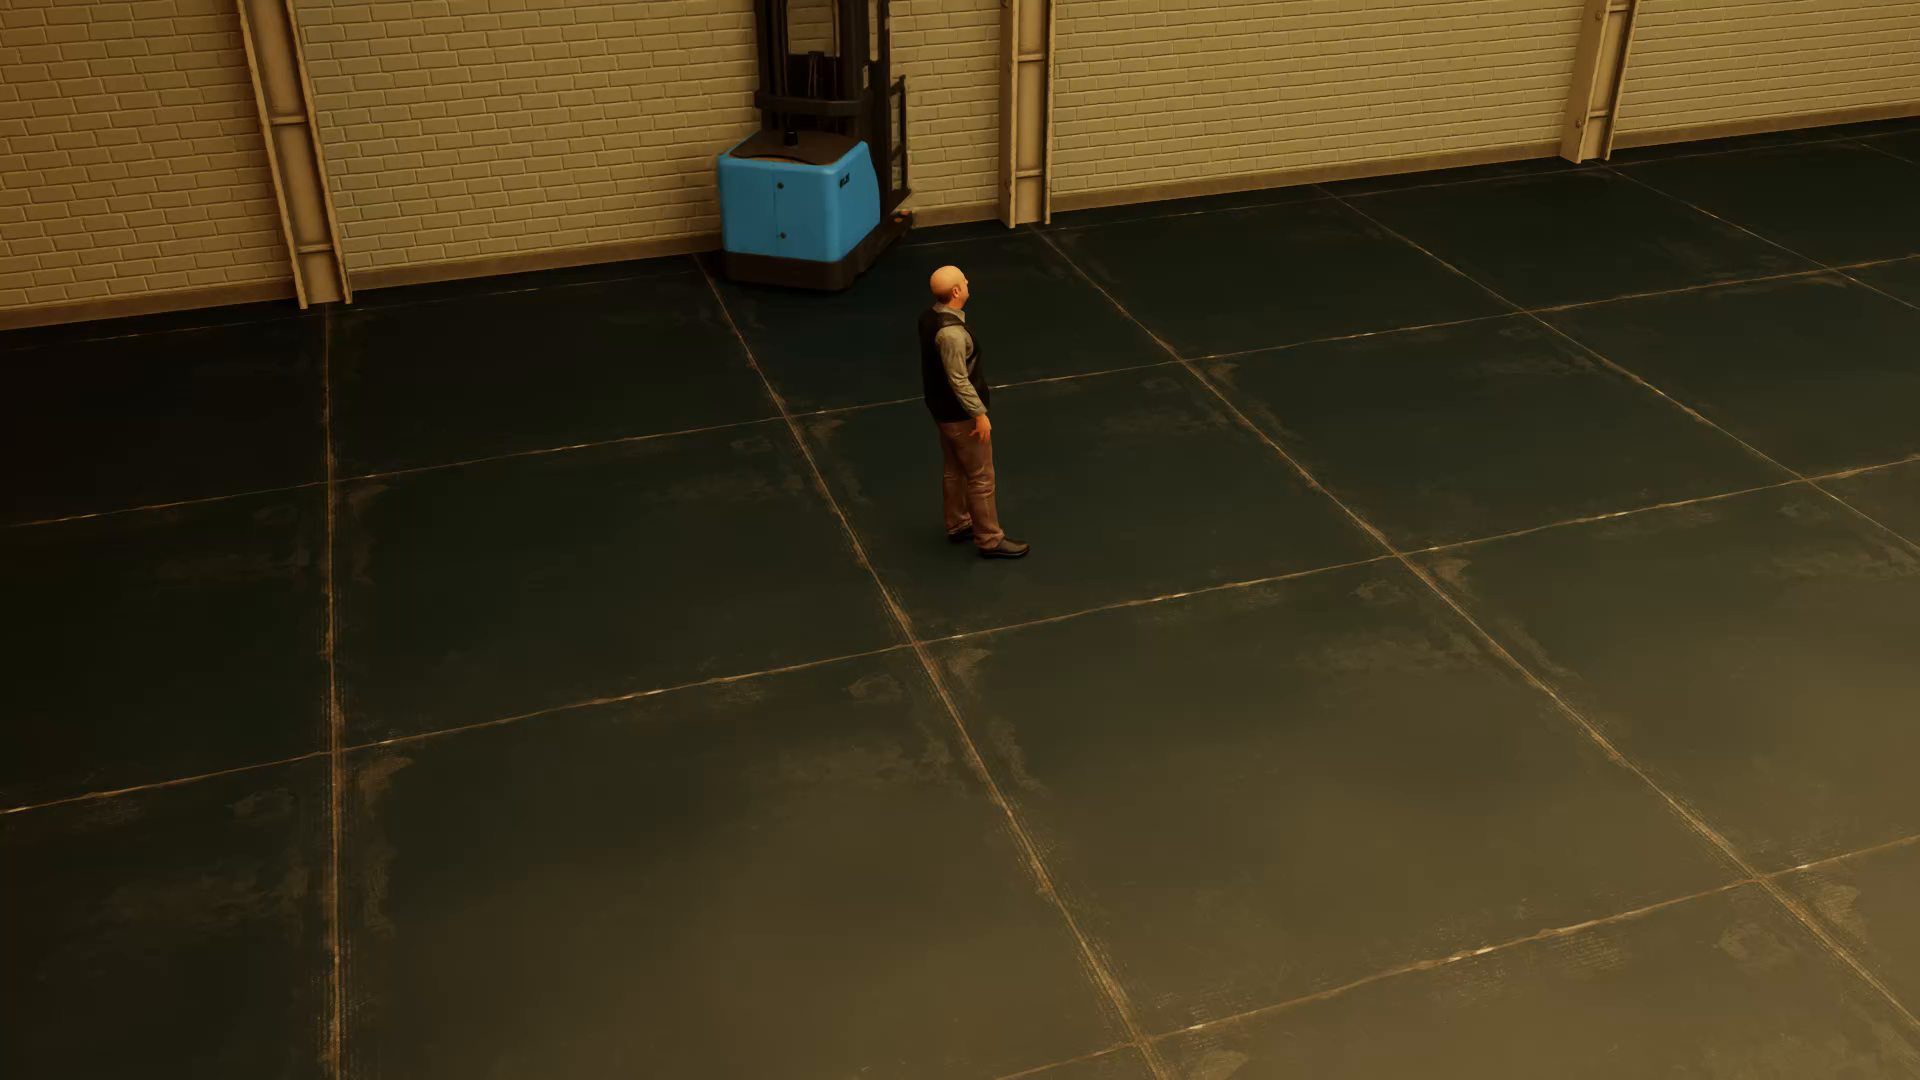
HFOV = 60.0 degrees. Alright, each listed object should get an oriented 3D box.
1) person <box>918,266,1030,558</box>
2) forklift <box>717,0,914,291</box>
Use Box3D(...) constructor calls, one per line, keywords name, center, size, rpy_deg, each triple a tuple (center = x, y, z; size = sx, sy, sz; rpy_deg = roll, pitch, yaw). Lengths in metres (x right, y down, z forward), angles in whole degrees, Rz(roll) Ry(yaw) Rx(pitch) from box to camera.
Box3D(name="person", center=(0.069, -0.760, 9.606), size=(0.552, 1.720, 0.632), rpy_deg=(-10, 31, -16))
Box3D(name="forklift", center=(-1.038, -3.993, 14.027), size=(1.130, 2.935, 3.031), rpy_deg=(8, 31, 14))
